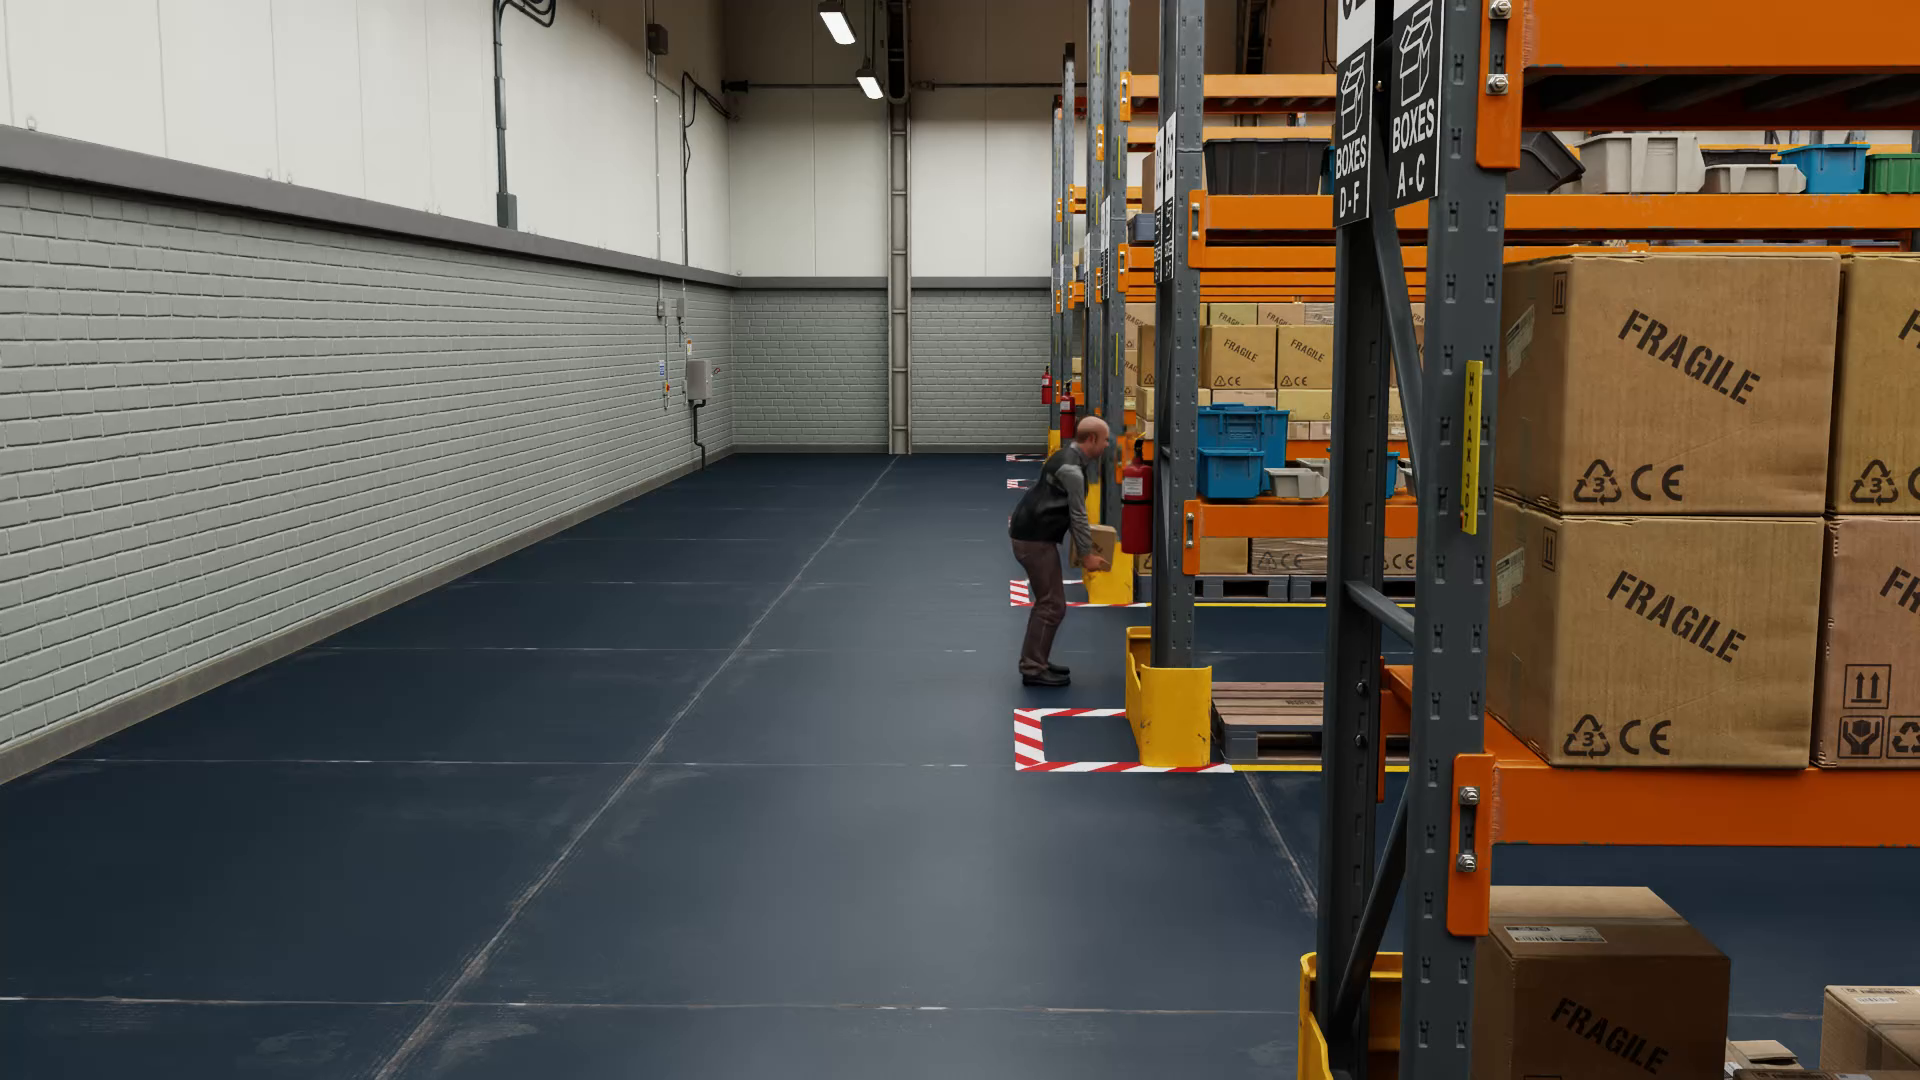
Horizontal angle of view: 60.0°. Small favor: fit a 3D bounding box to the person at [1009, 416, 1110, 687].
[{"bbox_3d":[0.607,0.058,10.254,0.614,1.640,0.472,0,7,0],"label":"person"}]
